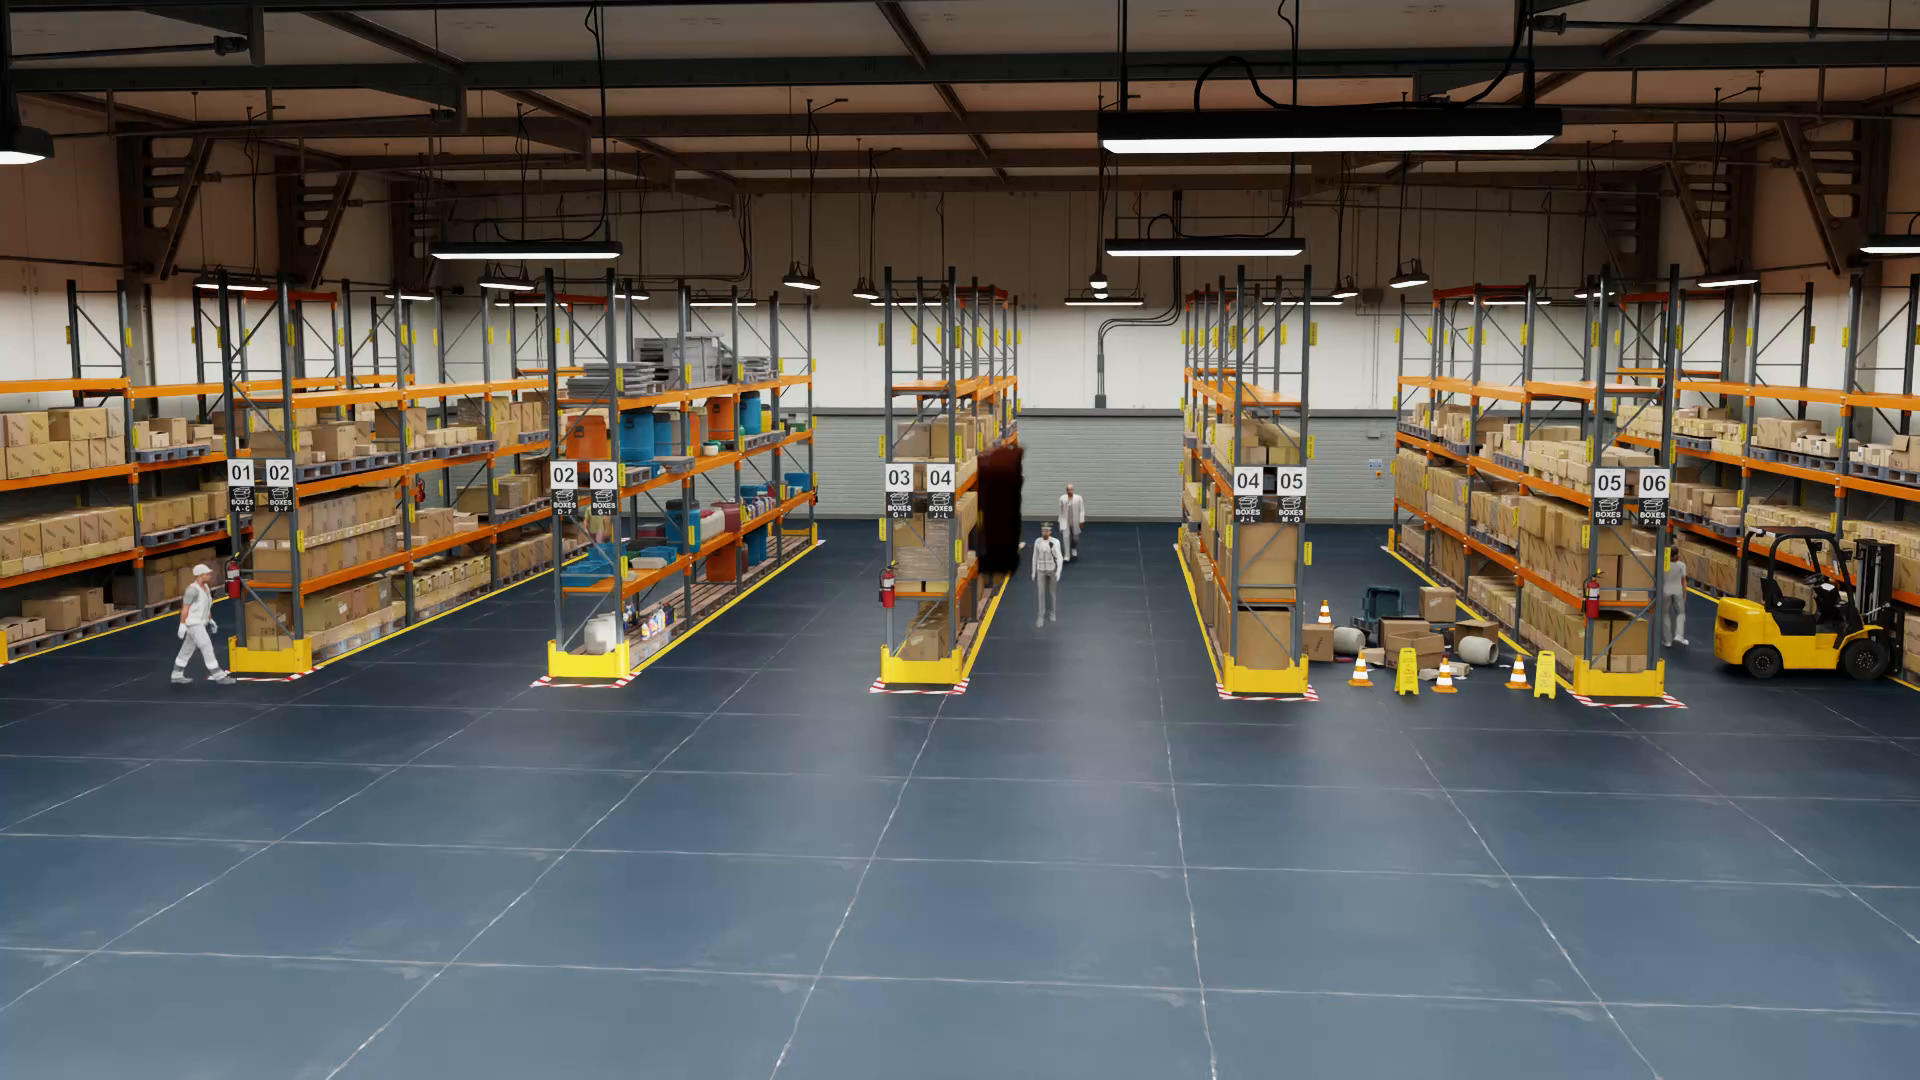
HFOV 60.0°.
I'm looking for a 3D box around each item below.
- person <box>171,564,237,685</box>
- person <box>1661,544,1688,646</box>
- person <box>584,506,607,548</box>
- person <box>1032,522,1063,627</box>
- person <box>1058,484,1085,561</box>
[{"bbox_3d":[-10.930,1.208,23.979,0.966,1.727,0.590,-1,7,-6],"label":"person"},{"bbox_3d":[11.570,0.910,26.987,0.501,1.667,0.531,1,7,9],"label":"person"},{"bbox_3d":[-7.926,-0.186,36.065,0.434,1.611,1.082,0,7,2],"label":"person"},{"bbox_3d":[1.436,0.554,27.497,0.539,1.705,0.594,2,7,17],"label":"person"},{"bbox_3d":[2.509,-0.413,37.481,0.585,1.727,1.080,0,7,2],"label":"person"}]
